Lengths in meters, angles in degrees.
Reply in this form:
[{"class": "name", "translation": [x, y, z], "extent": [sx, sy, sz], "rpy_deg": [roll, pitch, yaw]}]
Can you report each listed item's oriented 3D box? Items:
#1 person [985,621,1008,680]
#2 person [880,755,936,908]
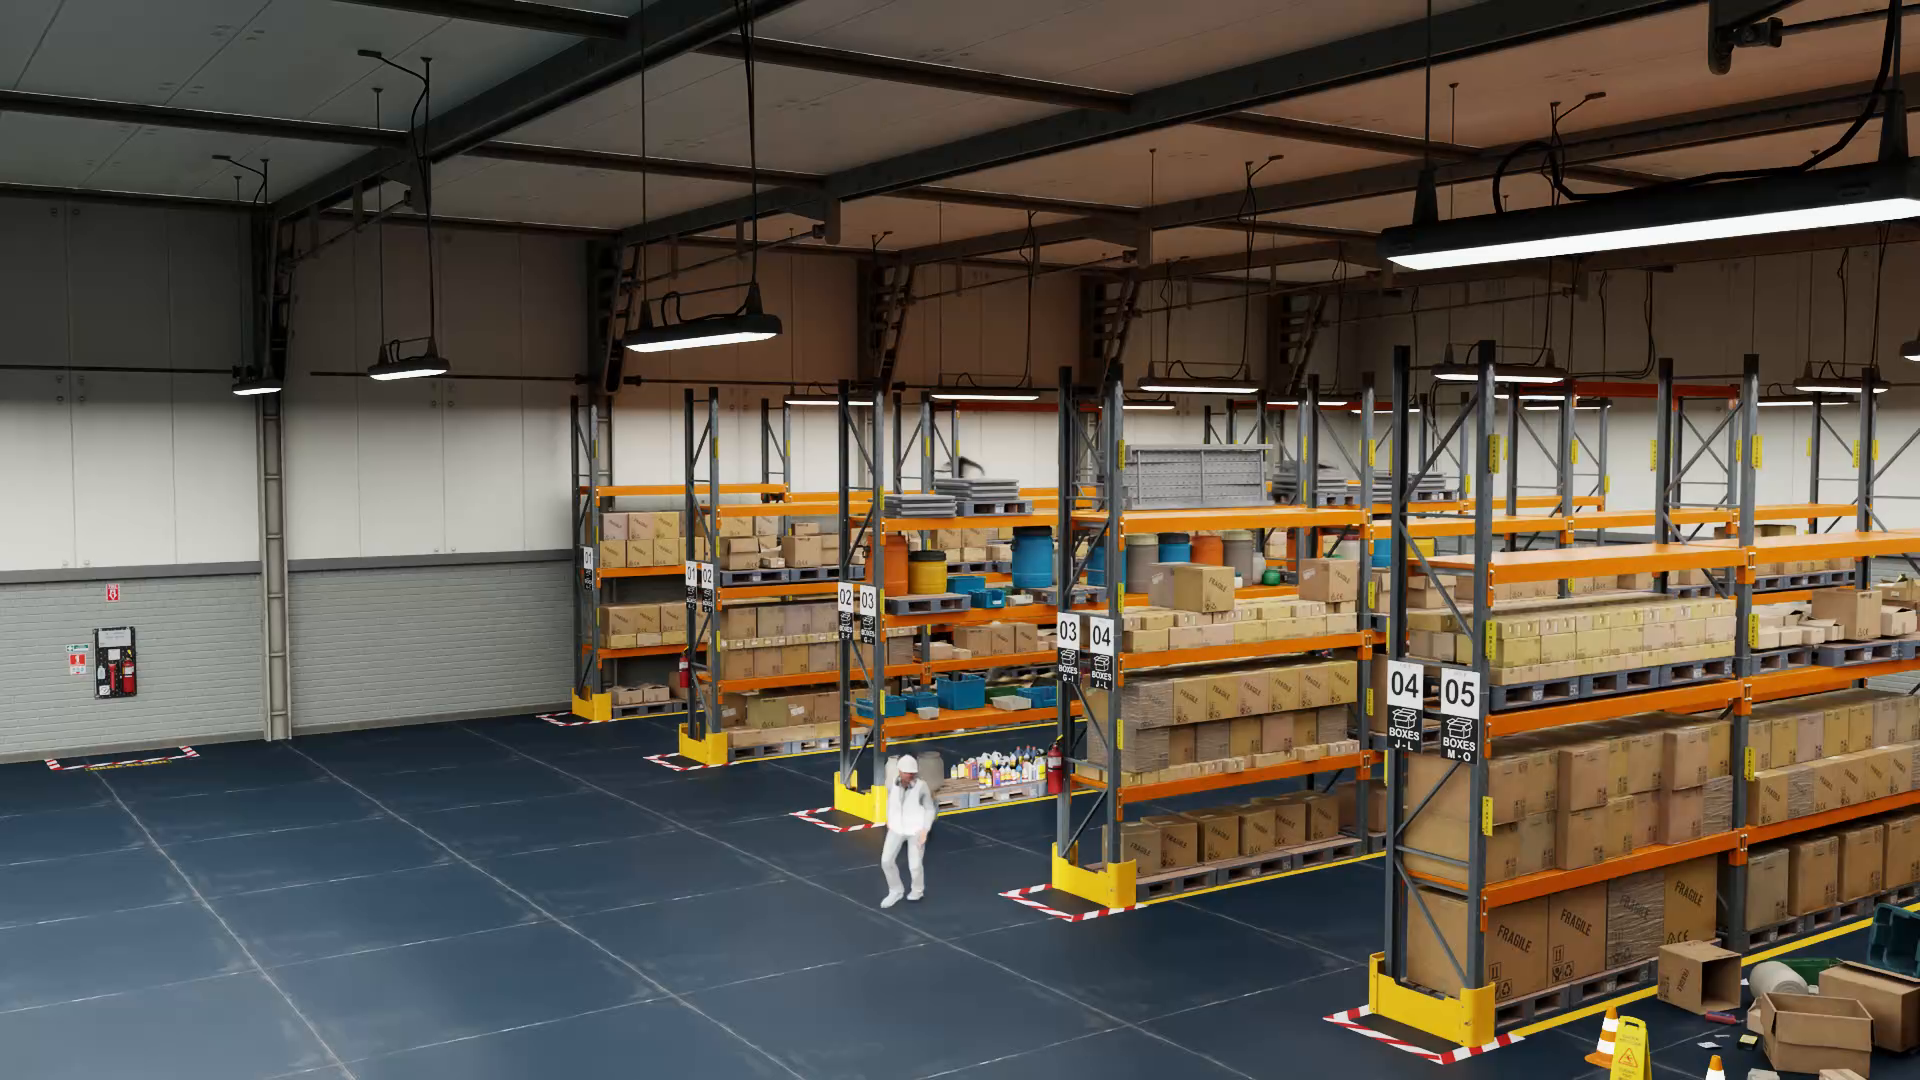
[{"class": "person", "translation": [0.753, 2.403, 32.390], "extent": [0.569, 1.676, 0.803], "rpy_deg": [0, 3, -7]}, {"class": "person", "translation": [-0.549, 3.202, 18.429], "extent": [0.642, 1.722, 0.758], "rpy_deg": [1, 4, 16]}]
